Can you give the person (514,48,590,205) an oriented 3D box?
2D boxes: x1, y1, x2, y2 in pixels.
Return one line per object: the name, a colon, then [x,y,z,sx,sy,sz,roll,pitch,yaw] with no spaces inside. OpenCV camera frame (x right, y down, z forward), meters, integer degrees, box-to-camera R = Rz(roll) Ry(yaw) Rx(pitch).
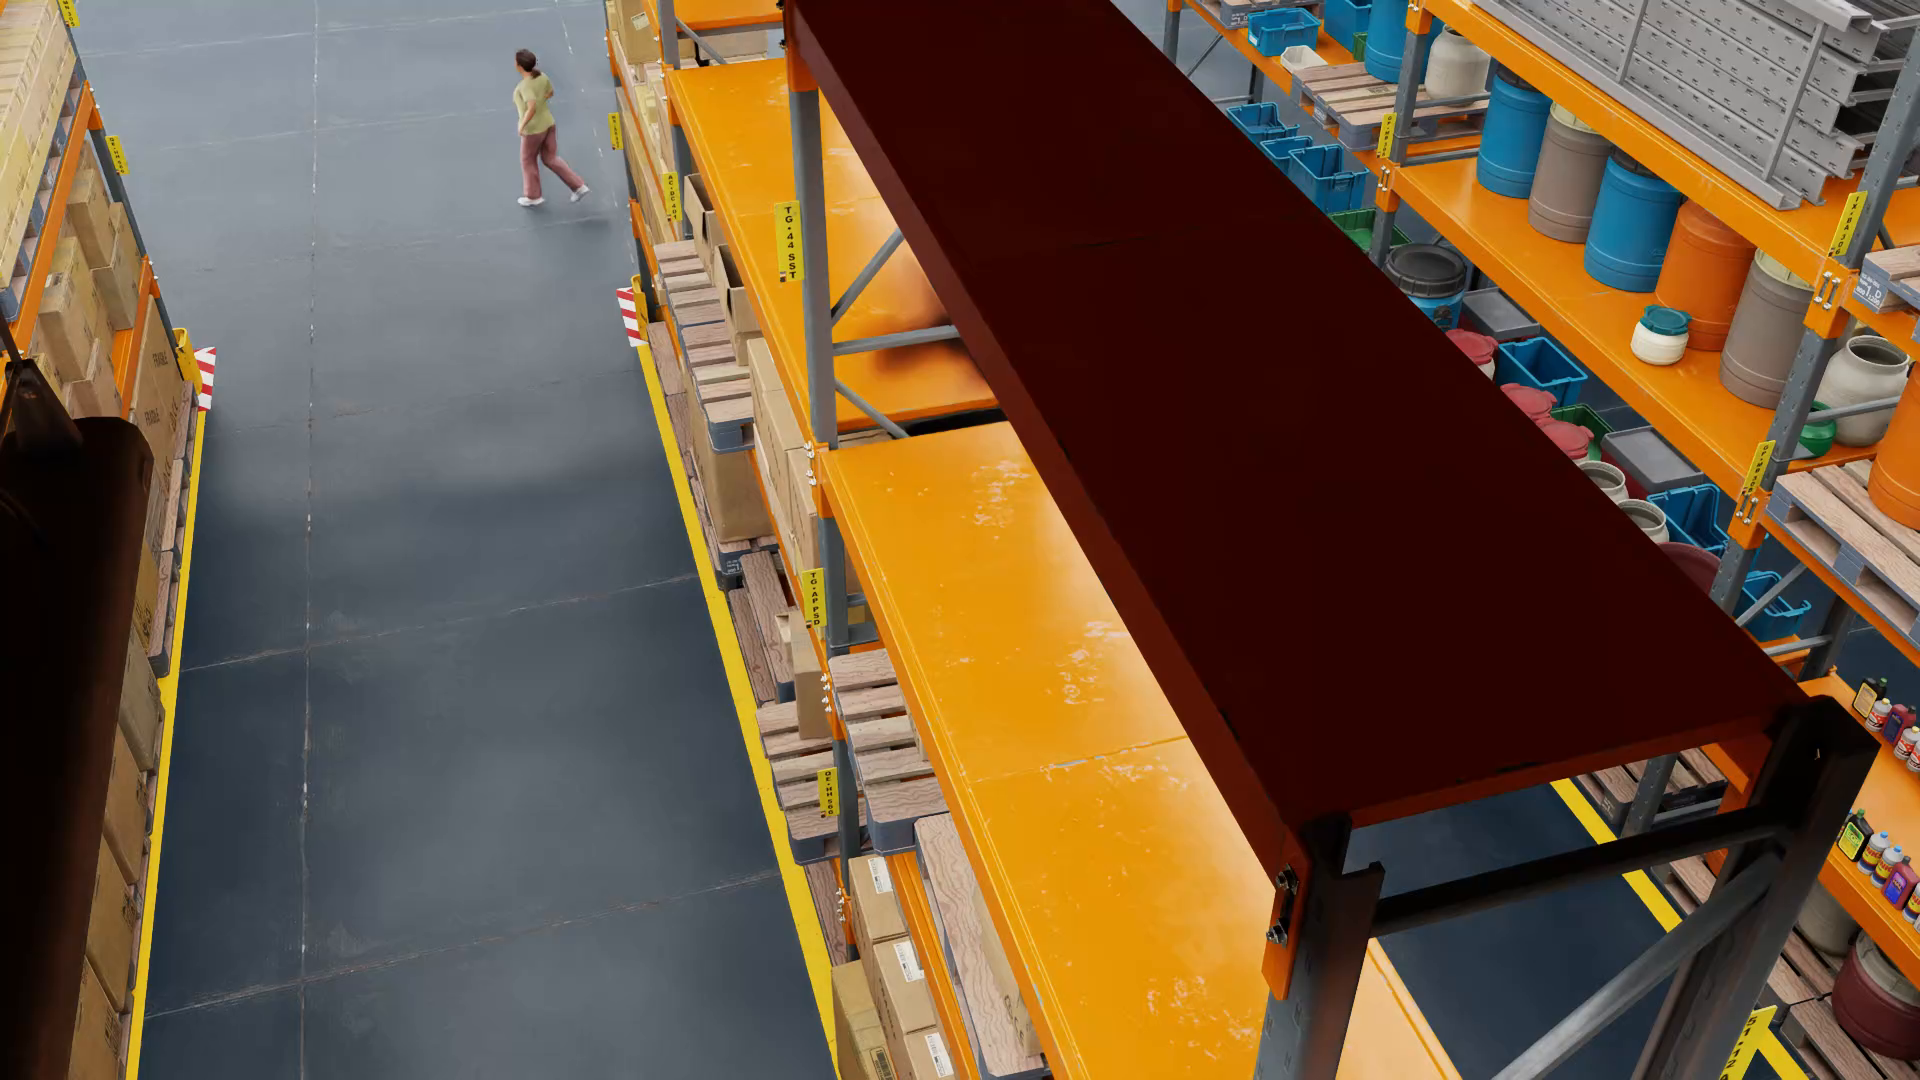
person: [-4.191,-4.083,16.637,0.846,1.686,0.598,14,41,18]
